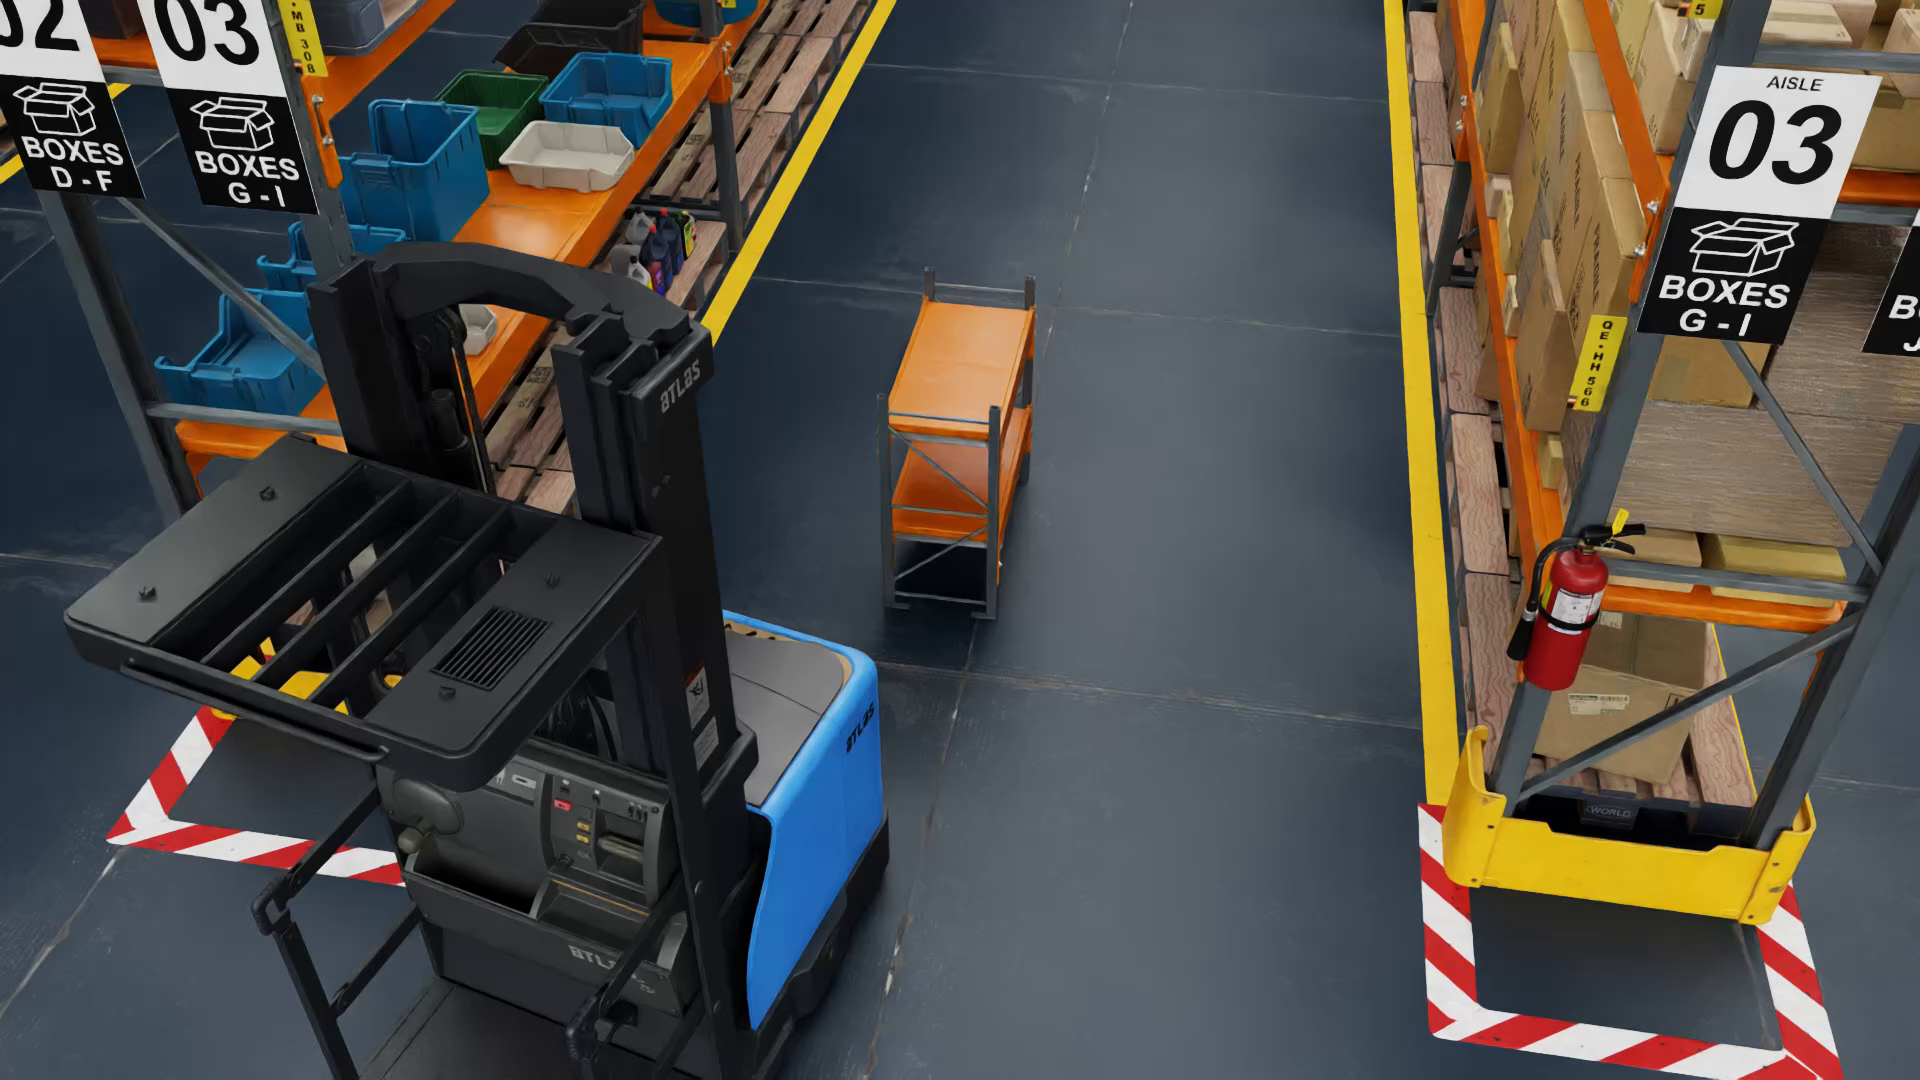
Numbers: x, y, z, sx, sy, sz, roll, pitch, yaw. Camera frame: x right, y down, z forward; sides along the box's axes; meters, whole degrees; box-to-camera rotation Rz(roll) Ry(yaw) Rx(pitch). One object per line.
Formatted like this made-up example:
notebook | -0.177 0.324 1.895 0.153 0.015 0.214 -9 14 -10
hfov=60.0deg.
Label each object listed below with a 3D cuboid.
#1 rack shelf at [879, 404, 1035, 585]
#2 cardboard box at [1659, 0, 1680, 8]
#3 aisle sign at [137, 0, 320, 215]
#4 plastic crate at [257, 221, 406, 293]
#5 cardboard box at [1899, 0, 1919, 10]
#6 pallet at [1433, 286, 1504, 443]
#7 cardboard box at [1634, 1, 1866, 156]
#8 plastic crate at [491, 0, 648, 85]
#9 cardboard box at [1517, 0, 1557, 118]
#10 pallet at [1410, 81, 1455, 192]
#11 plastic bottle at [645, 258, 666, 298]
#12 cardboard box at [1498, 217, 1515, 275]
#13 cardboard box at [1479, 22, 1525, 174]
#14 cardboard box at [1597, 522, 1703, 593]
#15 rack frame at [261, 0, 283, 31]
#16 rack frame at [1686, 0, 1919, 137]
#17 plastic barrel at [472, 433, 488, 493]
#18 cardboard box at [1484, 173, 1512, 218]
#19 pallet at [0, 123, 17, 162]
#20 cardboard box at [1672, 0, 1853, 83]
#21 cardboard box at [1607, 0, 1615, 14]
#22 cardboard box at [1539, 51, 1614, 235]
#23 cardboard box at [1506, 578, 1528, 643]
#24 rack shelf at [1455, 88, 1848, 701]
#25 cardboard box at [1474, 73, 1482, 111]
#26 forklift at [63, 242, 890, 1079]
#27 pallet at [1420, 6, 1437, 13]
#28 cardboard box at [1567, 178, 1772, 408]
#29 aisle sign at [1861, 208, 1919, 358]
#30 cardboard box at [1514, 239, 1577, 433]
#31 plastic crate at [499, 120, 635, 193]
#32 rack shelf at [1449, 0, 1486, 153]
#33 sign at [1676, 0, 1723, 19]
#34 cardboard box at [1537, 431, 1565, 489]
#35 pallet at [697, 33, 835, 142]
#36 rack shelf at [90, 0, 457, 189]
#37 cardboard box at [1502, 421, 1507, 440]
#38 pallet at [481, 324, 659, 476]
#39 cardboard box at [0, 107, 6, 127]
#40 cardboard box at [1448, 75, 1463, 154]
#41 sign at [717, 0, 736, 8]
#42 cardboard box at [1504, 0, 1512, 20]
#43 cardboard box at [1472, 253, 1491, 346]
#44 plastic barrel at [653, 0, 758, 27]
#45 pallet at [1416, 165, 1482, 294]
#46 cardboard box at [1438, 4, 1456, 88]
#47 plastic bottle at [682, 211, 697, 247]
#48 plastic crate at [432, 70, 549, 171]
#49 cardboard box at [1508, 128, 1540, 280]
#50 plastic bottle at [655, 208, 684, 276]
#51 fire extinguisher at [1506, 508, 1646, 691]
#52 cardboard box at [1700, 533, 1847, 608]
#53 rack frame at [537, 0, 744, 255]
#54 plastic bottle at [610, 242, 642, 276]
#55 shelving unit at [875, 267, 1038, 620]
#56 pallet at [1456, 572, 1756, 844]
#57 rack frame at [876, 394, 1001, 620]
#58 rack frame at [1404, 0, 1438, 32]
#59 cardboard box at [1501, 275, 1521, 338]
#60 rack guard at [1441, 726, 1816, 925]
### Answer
rack shelf | 0.001 -0.249 7.553 0.538 0.278 1.000 6 40 8
cardboard box | 2.243 -1.667 4.863 0.380 0.149 0.250 5 40 6
aisle sign | -2.199 -1.343 4.980 0.394 0.787 0.004 6 40 8
plastic crate | -2.566 -1.115 6.861 0.499 0.251 0.408 6 40 8
cardboard box | 2.818 -1.423 4.568 0.380 0.149 0.250 7 40 9
pallet | 3.013 -0.882 8.652 1.003 0.211 1.213 6 40 8
cardboard box | 2.236 -1.301 4.733 0.500 0.250 0.500 7 40 9
plastic crate | -1.999 -2.590 8.578 0.767 0.338 0.504 6 40 8
cardboard box | 2.595 -2.039 6.766 0.500 0.500 0.500 6 40 8
pallet | 3.437 -2.564 10.686 1.003 0.211 1.213 6 40 8
plastic bottle | -1.631 -1.388 8.861 0.061 0.283 0.133 9 40 11
cardboard box | 2.515 -1.241 7.094 0.380 0.149 0.250 6 40 8
cardboard box | 2.835 -1.950 7.443 0.875 0.500 0.500 6 40 8
cardboard box | 2.249 0.023 5.565 0.380 0.149 0.250 6 40 8
rack frame | -2.476 -2.730 3.990 1.000 3.000 0.127 6 40 8
rack frame | 2.403 -2.184 3.330 1.000 3.000 0.127 6 40 8
plastic barrel | -2.350 -0.357 7.451 0.421 0.512 0.421 0 40 0
cardboard box | 2.572 -1.558 7.478 0.380 0.149 0.250 6 40 8
pallet | -6.572 -2.869 11.055 1.003 0.211 1.213 6 40 8
cardboard box | 2.143 -1.333 4.459 0.380 0.149 0.250 6 40 8
cardboard box | 2.416 -1.935 5.500 0.500 0.250 0.500 7 40 9
cardboard box | 2.424 -1.411 6.006 0.500 0.500 0.500 6 40 8
cardboard box | 2.597 0.160 6.834 0.500 0.500 0.500 17 42 19
rack shelf | 2.749 -0.850 6.989 1.077 0.370 4.000 6 40 8
cardboard box | 2.761 -2.184 8.235 0.380 0.149 0.250 6 40 8
forklift | -1.305 0.828 4.448 1.130 2.935 3.031 15 42 18
pallet | 3.998 -4.305 12.791 1.003 0.211 1.213 6 40 8
cardboard box | 2.254 -0.783 5.247 0.500 0.500 0.500 6 40 8
aisle sign | 2.687 -0.802 4.326 0.394 0.787 0.004 6 40 8
cardboard box | 2.493 -0.695 5.924 0.875 0.500 0.500 6 40 8
plastic crate | -1.815 -1.780 7.756 0.530 0.136 0.437 6 40 8
rack shelf | 3.441 -3.360 10.025 1.077 0.370 4.000 6 40 8
sign | 1.860 -1.443 4.093 0.100 0.325 0.005 6 40 8
cardboard box | 2.285 -0.296 5.952 0.380 0.149 0.250 6 40 8
pallet | -1.477 -3.119 11.357 1.003 0.211 1.213 6 40 8
rack shelf | -2.129 -2.552 6.693 1.077 0.370 4.000 6 40 8
cardboard box | 2.865 -0.576 7.725 0.500 0.500 0.500 3 40 4
pallet | -2.149 -0.669 8.394 1.003 0.211 1.213 6 40 8
cardboard box | -6.348 -2.805 10.617 0.500 0.250 0.500 5 40 7
cardboard box | 3.420 -2.620 10.181 0.700 0.500 0.500 3 40 4
sign | -1.243 -2.968 8.768 0.100 0.325 0.005 6 40 8
cardboard box | 2.767 -2.667 7.525 0.500 0.500 0.500 6 40 8
cardboard box | 2.986 -1.334 8.642 0.500 0.500 0.500 5 40 6
plastic barrel | -1.418 -3.331 9.031 0.600 0.901 0.708 6 40 8
pallet | 3.228 -1.797 9.757 1.003 0.211 1.213 6 40 8
cardboard box | 3.607 -3.327 11.036 0.700 0.500 0.500 3 40 4
plastic bottle | -1.539 -1.758 9.373 0.097 0.201 0.097 0 40 0
plastic crate | -2.296 -2.026 8.013 0.450 0.188 0.662 6 40 8
cardboard box | 2.720 -1.316 6.676 0.875 0.500 0.500 6 40 8
plastic bottle | -1.611 -1.641 9.115 0.144 0.351 0.185 5 40 6
fire extinguisher | 1.929 0.179 5.241 0.296 0.674 0.183 6 40 8
cardboard box | 2.687 0.072 5.506 0.380 0.149 0.250 6 40 8
rack frame | -1.783 -2.929 8.938 1.000 3.000 0.127 6 40 8
plastic bottle | -1.794 -1.493 8.994 0.152 0.276 0.135 6 40 8
shelving unit | 0.001 -0.438 7.397 0.538 1.125 1.048 6 40 8
pallet | 2.591 0.649 6.800 1.003 0.211 1.213 6 40 8
rack frame | -0.087 -0.119 7.011 0.500 1.125 0.032 6 40 8
rack frame | 3.787 -4.893 11.314 1.000 3.000 0.127 6 40 8
cardboard box | 2.405 -0.930 6.718 0.380 0.149 0.250 6 40 8
rack guard | 2.416 1.044 6.096 1.175 0.500 0.348 6 40 8
